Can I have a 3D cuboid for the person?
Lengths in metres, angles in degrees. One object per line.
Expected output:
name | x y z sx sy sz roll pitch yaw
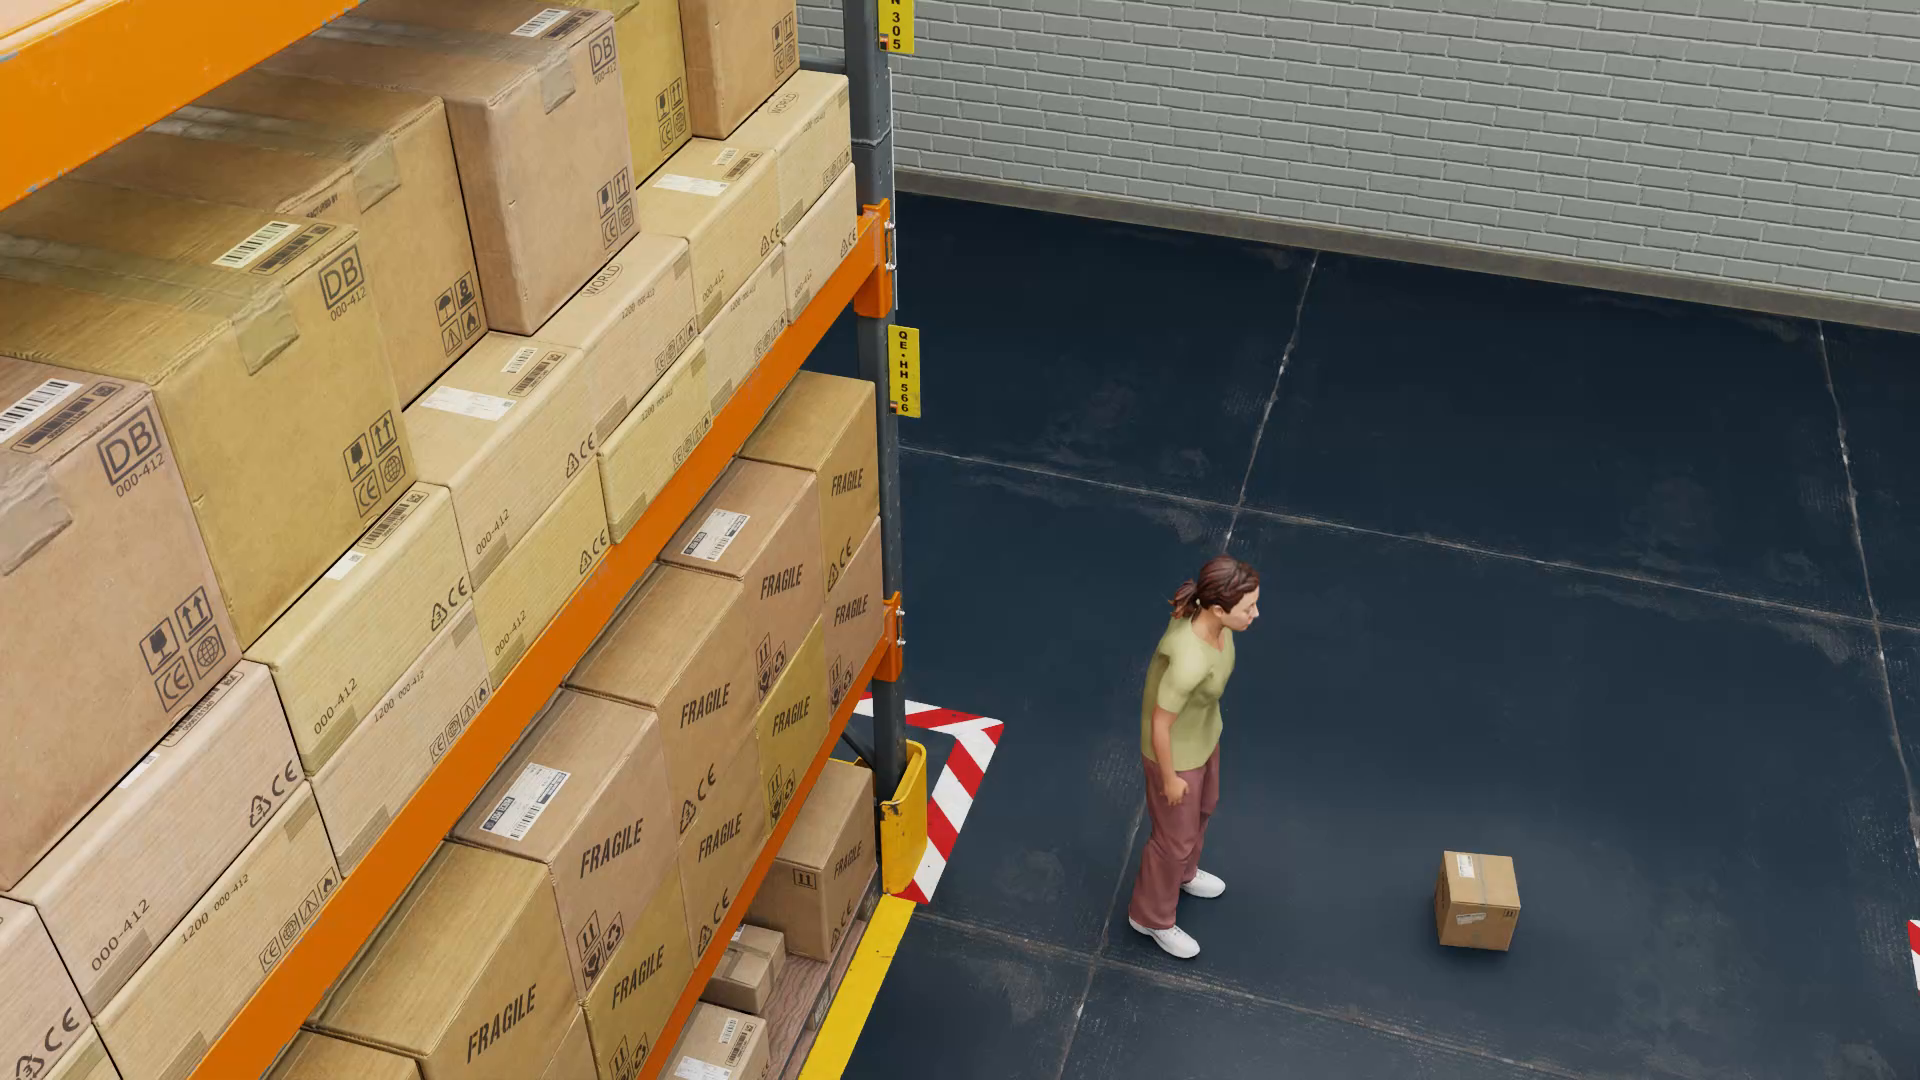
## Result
person | 0.822 0.733 5.925 0.351 1.672 0.503 16 40 19
